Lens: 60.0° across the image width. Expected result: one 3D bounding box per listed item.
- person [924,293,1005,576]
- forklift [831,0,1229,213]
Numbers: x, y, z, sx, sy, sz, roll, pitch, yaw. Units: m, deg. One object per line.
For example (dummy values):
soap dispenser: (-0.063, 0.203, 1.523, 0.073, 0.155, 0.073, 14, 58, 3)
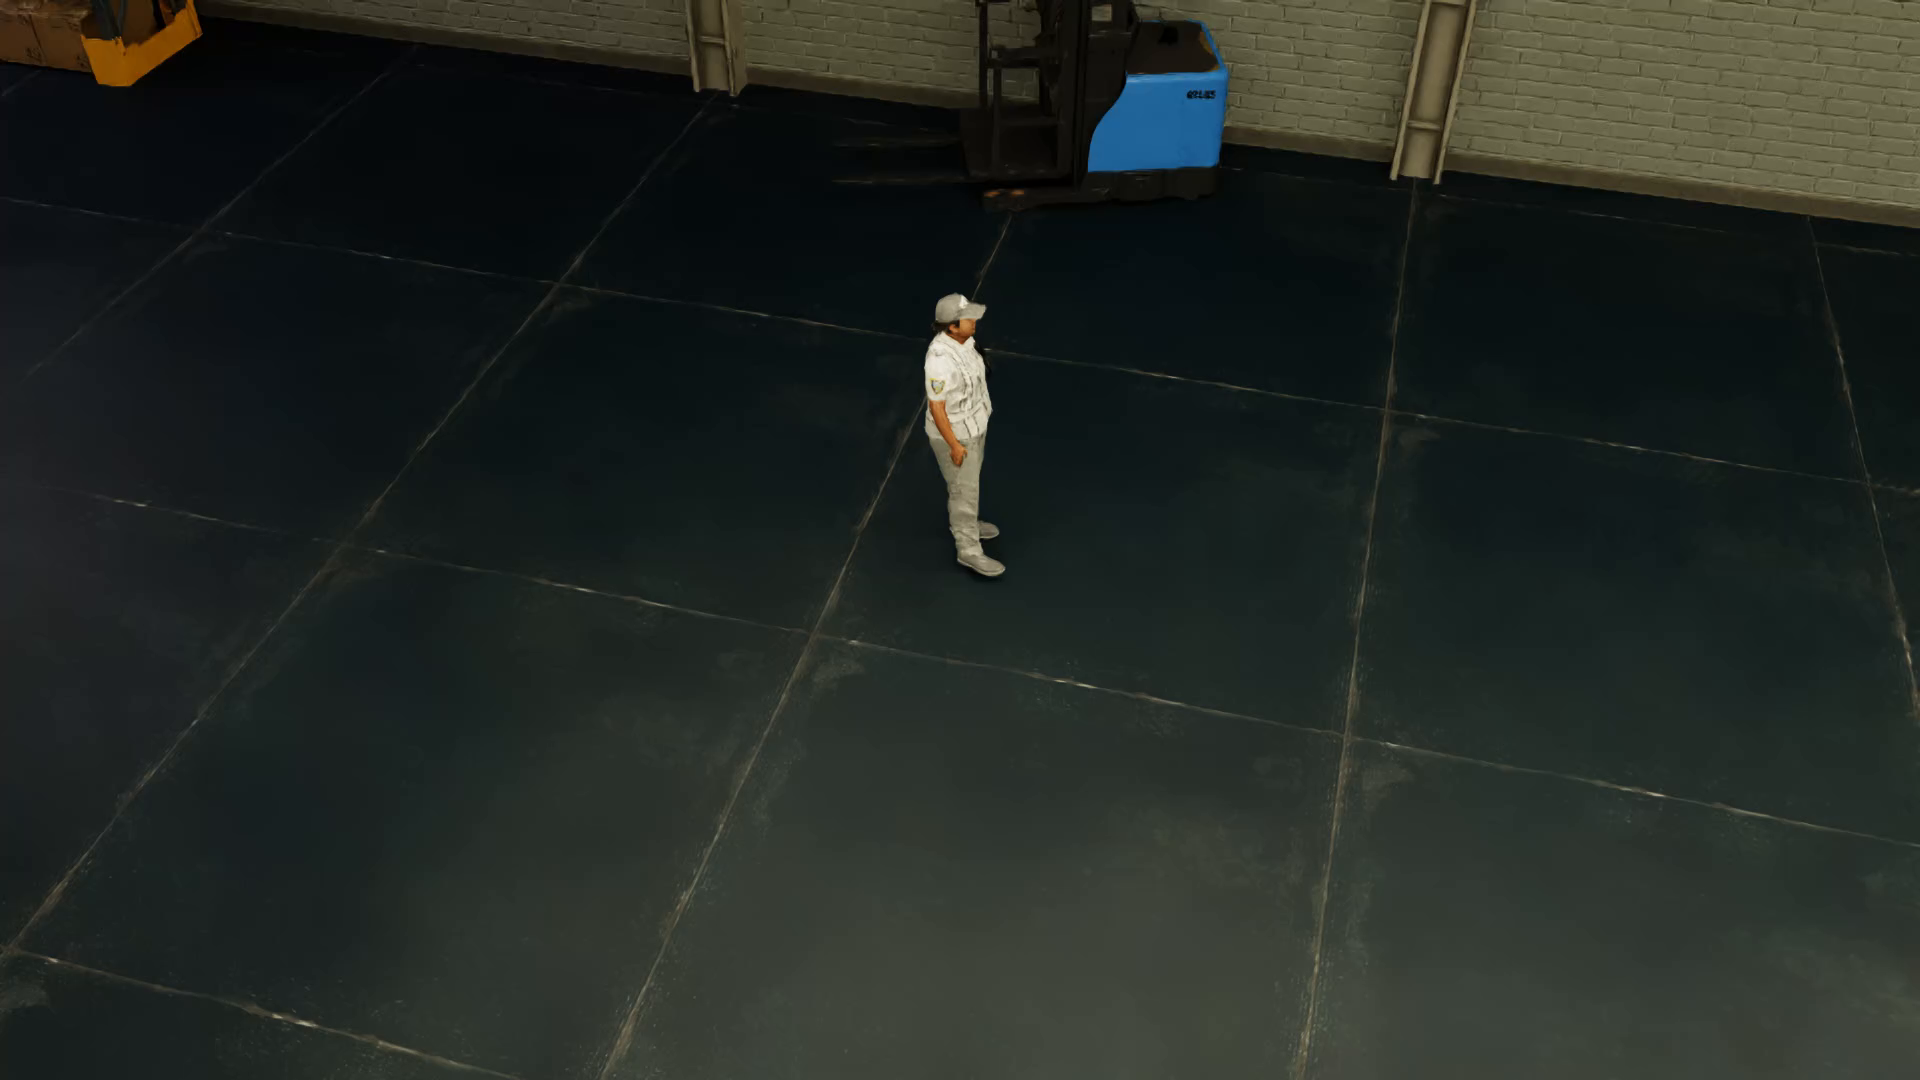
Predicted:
person: (0.068, -0.634, 9.474, 0.529, 1.669, 0.598, 10, 42, 11)
forklift: (0.493, -4.028, 12.456, 3.031, 2.935, 1.130, -3, 41, -4)
